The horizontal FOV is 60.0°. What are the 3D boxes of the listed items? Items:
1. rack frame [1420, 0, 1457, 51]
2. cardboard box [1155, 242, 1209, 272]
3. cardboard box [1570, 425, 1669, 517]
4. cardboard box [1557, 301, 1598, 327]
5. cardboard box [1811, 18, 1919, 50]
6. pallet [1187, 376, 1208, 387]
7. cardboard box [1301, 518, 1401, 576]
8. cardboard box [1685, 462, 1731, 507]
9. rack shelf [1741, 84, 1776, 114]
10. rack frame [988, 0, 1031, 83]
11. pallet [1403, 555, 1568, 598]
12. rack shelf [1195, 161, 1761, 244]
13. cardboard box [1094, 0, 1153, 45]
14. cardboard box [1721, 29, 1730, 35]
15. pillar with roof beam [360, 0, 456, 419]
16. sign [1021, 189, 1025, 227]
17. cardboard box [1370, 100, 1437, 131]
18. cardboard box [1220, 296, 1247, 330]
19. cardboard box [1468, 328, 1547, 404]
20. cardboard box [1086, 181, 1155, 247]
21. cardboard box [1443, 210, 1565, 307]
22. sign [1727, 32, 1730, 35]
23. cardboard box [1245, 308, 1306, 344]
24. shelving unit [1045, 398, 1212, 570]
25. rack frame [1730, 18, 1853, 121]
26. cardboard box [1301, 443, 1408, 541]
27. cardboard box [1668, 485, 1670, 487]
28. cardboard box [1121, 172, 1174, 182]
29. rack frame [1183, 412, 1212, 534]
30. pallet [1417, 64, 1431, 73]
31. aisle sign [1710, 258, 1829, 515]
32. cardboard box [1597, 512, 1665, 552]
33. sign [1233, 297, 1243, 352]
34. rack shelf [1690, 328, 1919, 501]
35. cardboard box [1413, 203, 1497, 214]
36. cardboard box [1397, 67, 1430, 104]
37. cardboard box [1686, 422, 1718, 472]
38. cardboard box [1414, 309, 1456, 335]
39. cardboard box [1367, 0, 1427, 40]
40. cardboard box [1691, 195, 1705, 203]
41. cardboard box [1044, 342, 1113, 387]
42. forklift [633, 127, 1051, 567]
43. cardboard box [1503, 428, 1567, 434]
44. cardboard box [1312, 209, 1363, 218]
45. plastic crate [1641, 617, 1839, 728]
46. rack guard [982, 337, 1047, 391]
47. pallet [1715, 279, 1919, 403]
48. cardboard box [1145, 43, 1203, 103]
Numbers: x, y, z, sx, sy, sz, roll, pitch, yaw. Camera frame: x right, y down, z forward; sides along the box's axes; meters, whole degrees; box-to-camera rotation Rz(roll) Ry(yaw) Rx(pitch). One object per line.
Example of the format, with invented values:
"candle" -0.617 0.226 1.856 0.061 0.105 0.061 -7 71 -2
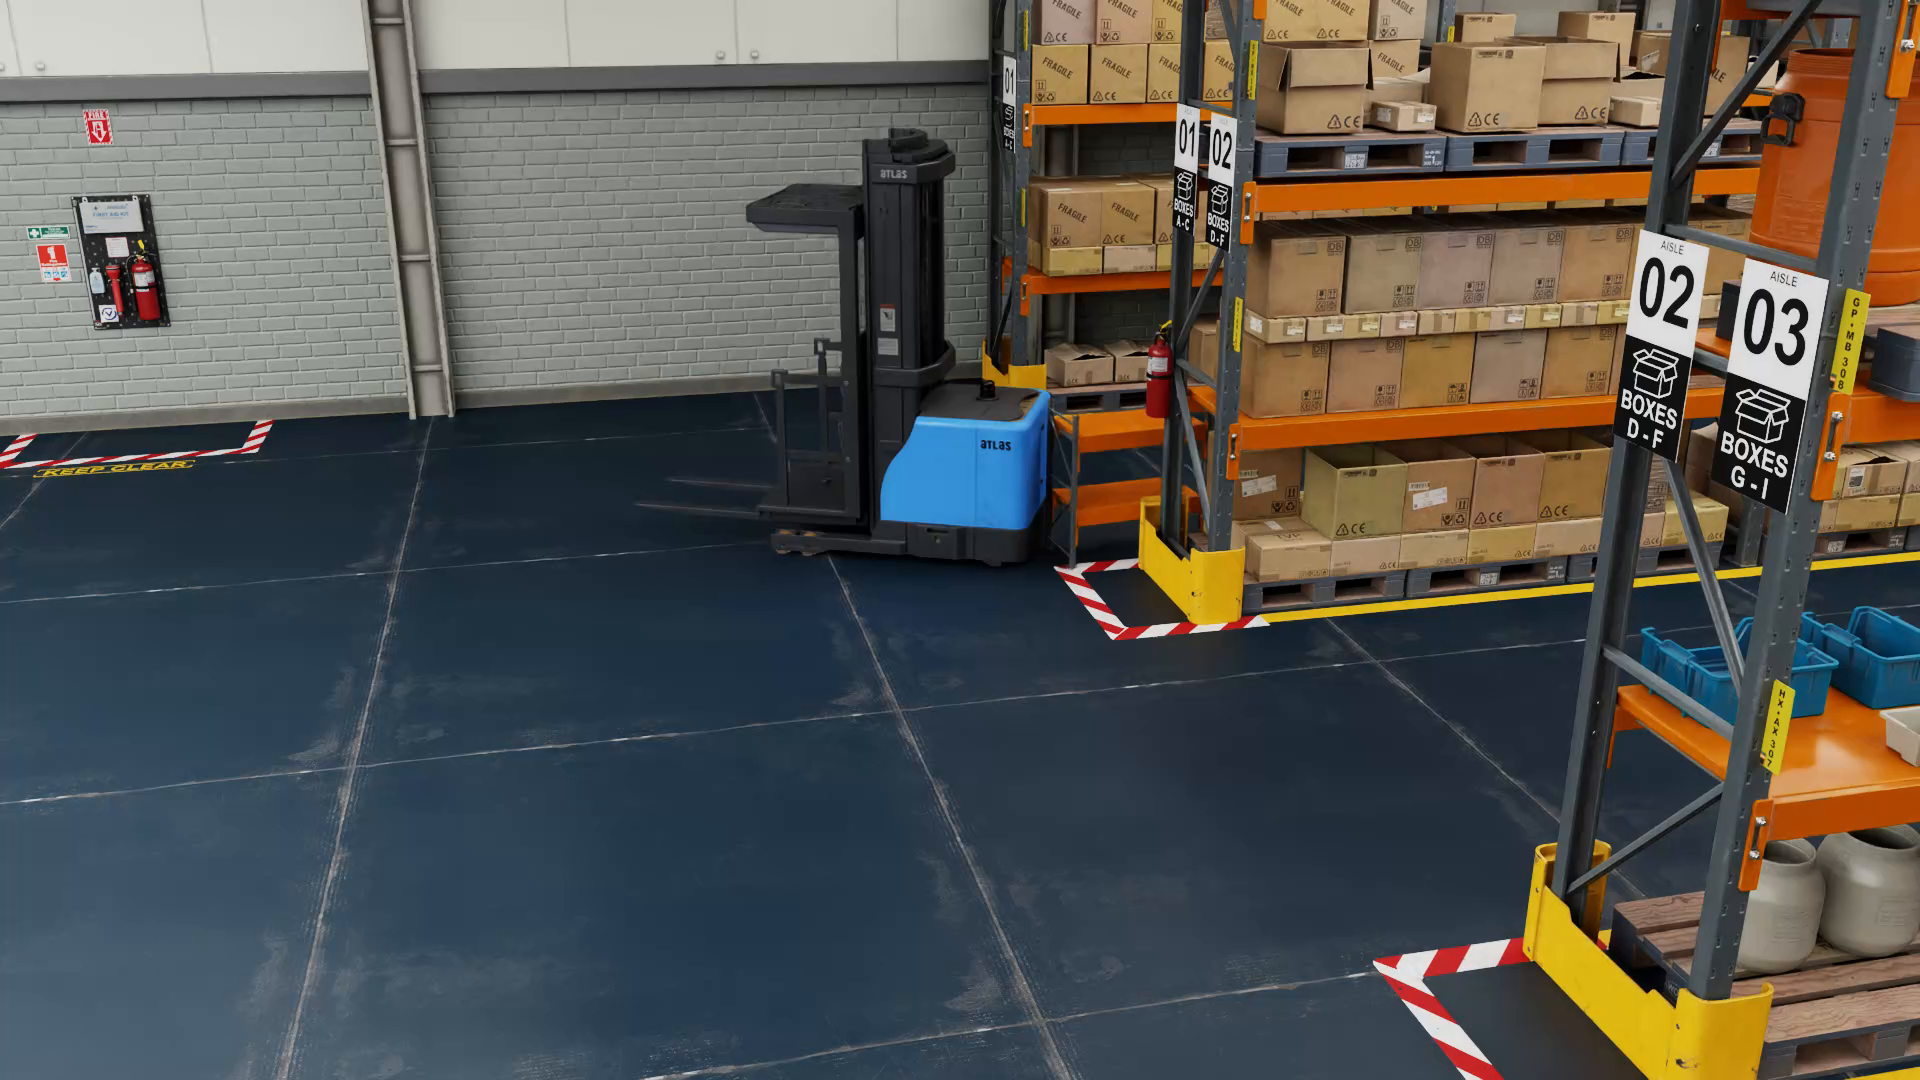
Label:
"rack frame" 4.327 -5.853 15.210 0.127 3.000 1.000 -5 21 -12
"cardboard box" 1.982 -2.675 15.445 0.500 0.250 0.500 -5 21 -13
"cardboard box" 4.580 -0.491 11.590 0.500 0.500 0.500 -5 21 -12
"cardboard box" 4.019 -1.536 11.059 0.250 0.149 0.380 -4 21 -11
"cardboard box" 6.080 -3.301 11.121 0.500 0.500 0.500 -4 21 -12
"pallet" 2.492 -1.564 16.277 1.213 0.211 1.003 -5 21 -12
"cardboard box" 2.637 0.024 11.276 0.500 0.250 0.500 -5 21 -12
"cardboard box" 5.807 -0.414 12.471 0.500 0.250 0.500 -5 21 -13
"rack shelf" 6.273 -4.265 16.281 4.000 0.370 1.077 -5 21 -12
"rack frame" 0.434 -5.536 14.345 0.127 3.000 1.000 -5 21 -12
"pallet" 3.497 0.078 11.795 1.213 0.211 1.003 -5 21 -12
"rack shelf" 3.524 -2.290 10.891 4.000 0.370 1.077 -5 21 -12
"cardboard box" 1.365 -4.626 14.592 0.500 0.500 0.500 -5 21 -13
"cardboard box" 7.466 -4.837 16.624 0.500 0.500 0.500 -5 21 -12
"pillar with roof beam" -3.932 -3.965 10.057 0.400 9.000 9.100 -5 21 -12
"sign" 0.559 -2.944 14.732 0.005 0.325 0.100 -5 21 -12
"cardboard box" 2.763 -2.649 10.375 0.250 0.149 0.380 -5 21 -12
"cardboard box" 1.906 -1.507 10.979 0.250 0.149 0.380 -5 21 -13
"cardboard box" 3.541 -1.265 11.260 0.500 0.500 0.700 -4 21 -11
"cardboard box" 1.451 -2.983 15.197 0.500 0.500 0.500 -5 21 -12
"cardboard box" 3.575 -1.878 11.048 0.500 0.500 0.700 -5 21 -12
"sign" 5.336 -3.358 11.550 0.005 0.325 0.100 -5 21 -12
"cardboard box" 2.009 -1.372 10.611 0.250 0.149 0.380 -5 21 -13
"shelving unit" 1.199 -0.458 11.929 1.048 1.125 0.538 -7 21 -18
"rack frame" 5.471 -4.195 10.684 0.127 3.000 1.000 -5 21 -12
"cardboard box" 2.637 -0.328 11.145 0.500 0.500 0.500 -5 21 -12
"cardboard box" 4.950 -0.349 12.293 0.500 0.250 0.500 -5 21 -12
"cardboard box" 1.838 -3.198 15.782 0.500 0.500 0.500 -5 21 -14
"rack frame" 1.679 -0.516 12.087 0.032 1.125 0.500 -7 21 -18
"pallet" 4.952 -4.369 15.794 1.003 0.211 1.213 -5 21 -12
"aisle sign" 2.711 -0.520 5.594 0.004 0.787 0.394 -5 21 -12
"cardboard box" 4.581 -0.138 11.717 0.500 0.250 0.500 -5 21 -12
"sign" 1.700 -1.319 10.180 0.005 0.325 0.100 -5 21 -12
"rack shelf" 4.660 -0.632 6.364 4.000 0.370 1.077 -5 21 -12
"cardboard box" 4.830 -3.318 16.227 0.500 0.500 0.700 -5 21 -12
"cardboard box" 3.179 -2.914 10.864 0.500 0.311 0.500 -2 20 -6
"cardboard box" 5.799 -0.675 12.369 0.500 0.311 0.500 -5 21 -12
"cardboard box" 3.014 -1.454 10.835 0.250 0.149 0.380 -5 21 -14
"cardboard box" 3.902 -4.840 15.177 0.500 0.500 0.500 -6 21 -17
"cardboard box" 7.227 -3.512 16.757 0.500 0.500 0.700 -7 21 -18
"cardboard box" 1.128 -1.688 15.831 0.500 0.311 0.500 -7 21 -19
"forklift" -0.891 -1.433 11.964 3.031 2.935 1.130 4 21 12
"cardboard box" 3.974 -0.625 11.957 0.500 0.500 0.500 -5 21 -12
"cardboard box" 3.454 -3.145 15.637 0.500 0.500 0.500 -5 21 -13
"plastic crate" 3.132 0.527 6.731 0.616 0.251 0.499 -5 21 -12
"rack guard" 0.508 -1.552 15.824 0.348 0.500 1.175 -5 21 -12
"pallet" 3.542 -0.756 5.930 1.213 0.211 1.003 -5 21 -12
"cardboard box" 1.853 -4.200 14.884 0.500 0.500 0.500 -4 20 -10
